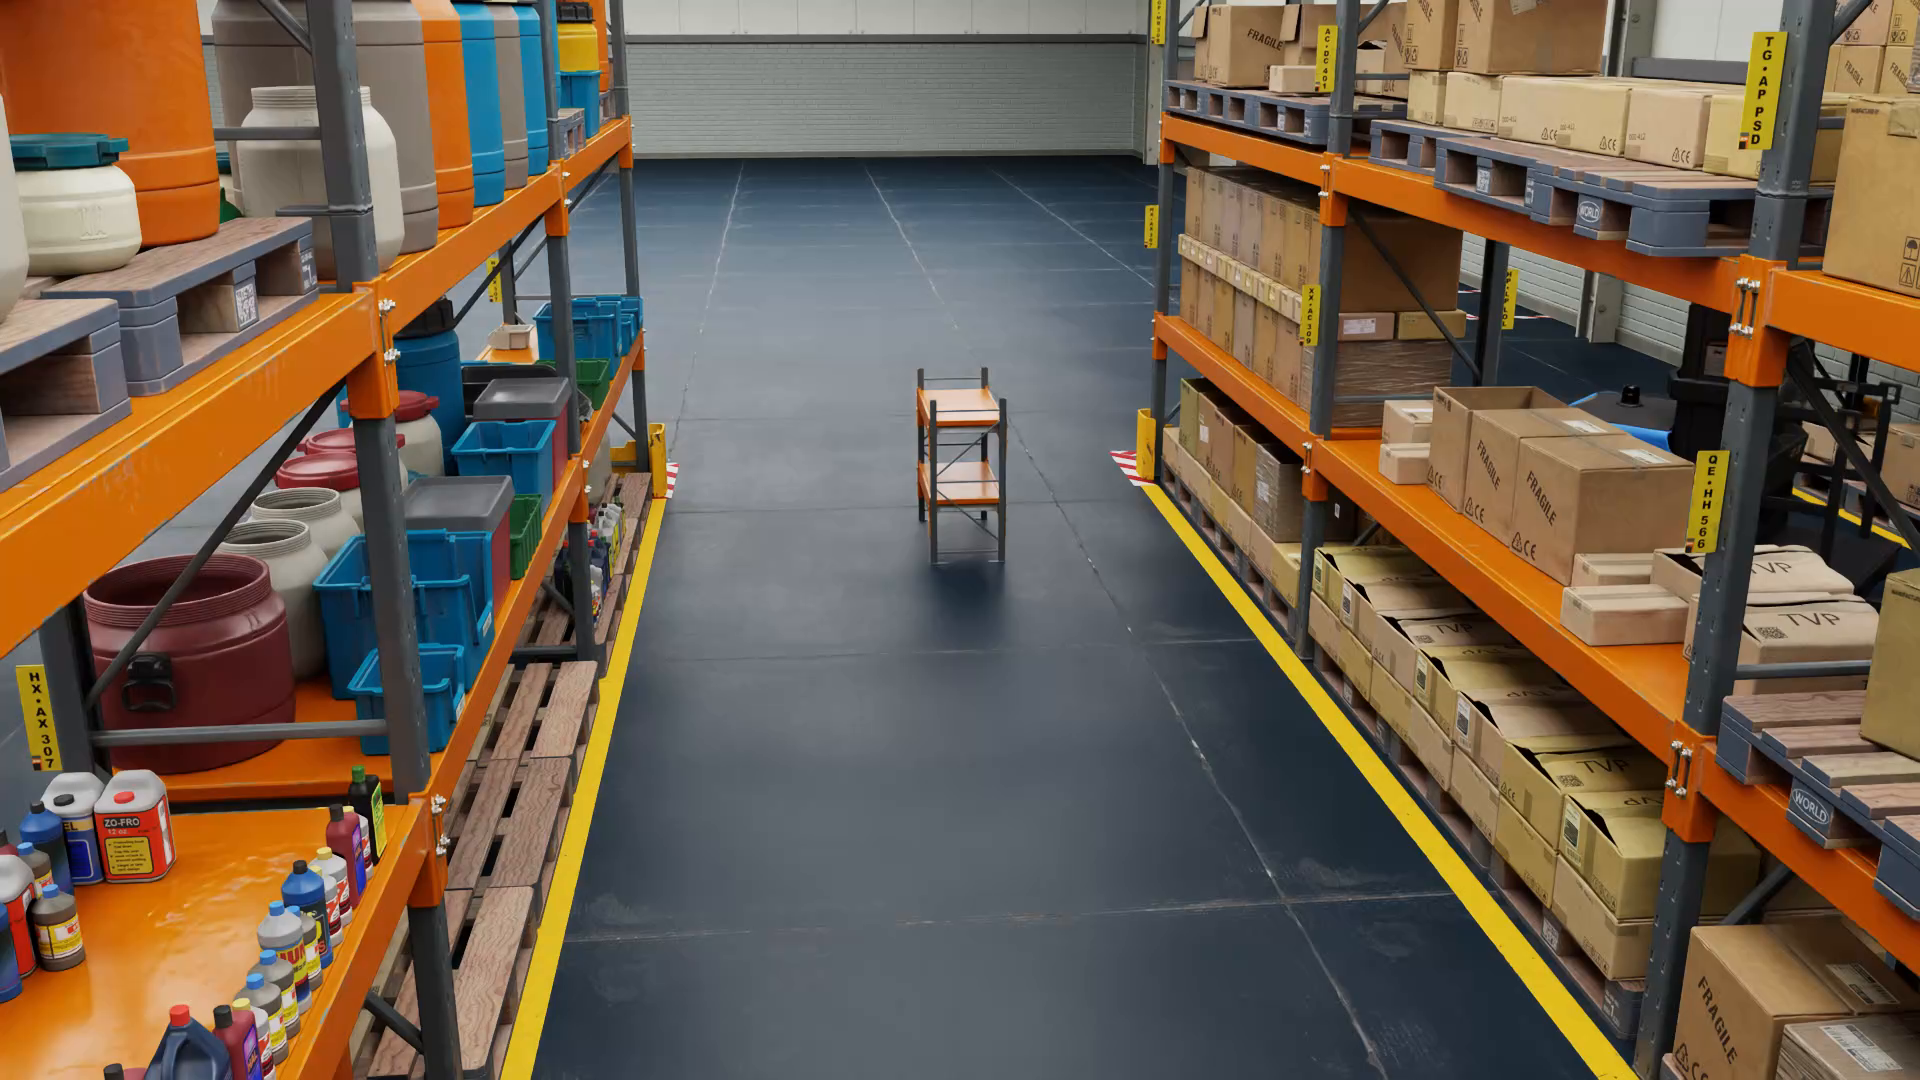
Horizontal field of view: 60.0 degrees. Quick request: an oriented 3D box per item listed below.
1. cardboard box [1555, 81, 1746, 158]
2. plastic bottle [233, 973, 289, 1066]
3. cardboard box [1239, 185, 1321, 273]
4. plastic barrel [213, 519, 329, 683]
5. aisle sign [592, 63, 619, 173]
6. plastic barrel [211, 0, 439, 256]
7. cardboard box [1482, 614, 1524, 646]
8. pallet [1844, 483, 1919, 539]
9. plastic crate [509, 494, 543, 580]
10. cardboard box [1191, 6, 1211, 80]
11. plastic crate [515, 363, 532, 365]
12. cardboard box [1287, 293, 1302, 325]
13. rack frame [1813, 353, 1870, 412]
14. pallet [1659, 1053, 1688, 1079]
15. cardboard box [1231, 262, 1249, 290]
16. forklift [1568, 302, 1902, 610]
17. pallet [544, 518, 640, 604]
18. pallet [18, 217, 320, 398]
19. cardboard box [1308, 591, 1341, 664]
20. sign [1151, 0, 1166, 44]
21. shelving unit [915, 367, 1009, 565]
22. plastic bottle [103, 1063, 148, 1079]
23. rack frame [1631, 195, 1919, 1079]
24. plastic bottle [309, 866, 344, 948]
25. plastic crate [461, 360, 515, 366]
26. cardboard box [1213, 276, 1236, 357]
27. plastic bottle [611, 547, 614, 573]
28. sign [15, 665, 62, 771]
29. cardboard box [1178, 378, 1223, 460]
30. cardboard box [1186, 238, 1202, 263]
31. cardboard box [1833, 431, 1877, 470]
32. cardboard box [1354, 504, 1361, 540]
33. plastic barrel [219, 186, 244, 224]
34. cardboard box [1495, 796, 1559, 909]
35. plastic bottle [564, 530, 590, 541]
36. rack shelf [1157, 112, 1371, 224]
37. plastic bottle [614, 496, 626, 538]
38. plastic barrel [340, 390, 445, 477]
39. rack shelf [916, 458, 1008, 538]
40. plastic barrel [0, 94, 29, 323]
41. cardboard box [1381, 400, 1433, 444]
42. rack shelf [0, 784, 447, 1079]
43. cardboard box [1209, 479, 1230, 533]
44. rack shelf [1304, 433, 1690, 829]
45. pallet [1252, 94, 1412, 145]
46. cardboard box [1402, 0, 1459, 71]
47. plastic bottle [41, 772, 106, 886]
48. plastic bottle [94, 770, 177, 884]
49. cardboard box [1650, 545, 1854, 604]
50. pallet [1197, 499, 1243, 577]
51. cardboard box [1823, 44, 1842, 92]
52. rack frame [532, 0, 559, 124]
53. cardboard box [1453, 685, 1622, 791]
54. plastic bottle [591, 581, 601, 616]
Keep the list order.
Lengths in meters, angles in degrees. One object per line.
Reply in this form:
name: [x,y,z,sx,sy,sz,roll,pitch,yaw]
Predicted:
cardboard box: [2.622,-1.601,6.312,0.500,0.250,0.500,-2,18,-7]
plastic bottle: [-1.539,1.050,3.656,0.097,0.201,0.097,0,17,0]
cardboard box: [2.225,-2.021,10.773,0.700,0.500,0.500,-2,18,-6]
plastic barrel: [-2.401,0.217,5.791,0.421,0.512,0.421,0,17,0]
aisle sign: [-2.620,-3.084,12.153,0.394,0.787,0.004,-2,18,-6]
plastic barrel: [-1.951,-1.351,5.129,0.600,0.901,0.600,0,17,0]
cardboard box: [2.868,0.486,8.075,0.500,0.311,0.500,-2,18,-6]
pallet: [7.126,-0.160,11.836,1.003,0.211,1.213,-2,18,-6]
plastic crate: [-2.035,-0.010,7.056,0.450,0.188,0.662,-2,18,-6]
cardboard box: [2.075,-3.541,11.834,0.797,0.503,0.637,-1,17,-2]
plastic crate: [-2.914,-0.972,10.204,0.530,0.136,0.437,-2,18,-6]
cardboard box: [2.138,-1.357,9.741,0.380,0.149,0.250,-2,18,-7]
rack frame: [6.947,-2.119,13.420,1.000,3.000,0.127,-2,18,-6]
pallet: [2.884,1.972,5.042,1.003,0.211,1.213,-2,18,-6]
cardboard box: [2.004,-1.741,10.964,0.380,0.149,0.250,-2,18,-5]
forklift: [5.194,-1.005,9.986,3.031,2.935,1.130,14,22,38]
pallet: [-2.652,0.143,10.868,1.003,0.211,1.213,-2,18,-6]
pallet: [-2.101,-0.540,3.696,1.003,0.211,1.213,-2,18,-6]
cardboard box: [2.227,0.466,9.075,0.500,0.250,0.500,-2,18,-7]
sign: [1.467,-3.836,12.288,0.100,0.325,0.005,-2,18,-6]
shelving unit: [0.001,-0.535,11.502,0.538,1.125,1.048,-2,18,-6]
plastic bottle: [-1.623,1.133,3.254,0.061,0.283,0.133,-2,18,-6]
rack frame: [2.845,0.418,5.337,1.000,3.000,0.127,-2,18,-6]
plastic bottle: [-1.589,0.905,4.118,0.097,0.201,0.097,0,17,0]
plastic crate: [-2.879,-0.872,9.695,0.499,0.251,0.616,-2,18,-6]
cardboard box: [2.160,-1.569,11.500,0.700,0.500,0.500,-2,18,-5]
plastic bottle: [-2.191,0.109,10.259,0.097,0.201,0.097,0,17,0]
sign: [-2.629,0.511,4.768,0.100,0.325,0.005,-2,18,-6]
cardboard box: [1.907,-0.896,12.160,0.500,0.500,0.500,-2,18,-6]
cardboard box: [1.876,-2.120,12.173,0.380,0.149,0.250,-2,18,-7]
cardboard box: [6.987,-0.668,12.550,0.500,0.311,0.500,0,17,-1]
cardboard box: [2.636,-0.316,10.314,0.500,0.500,0.500,-2,18,-6]
plastic barrel: [-2.159,-0.859,4.656,0.294,0.245,0.294,0,17,0]
cardboard box: [2.491,1.227,6.650,0.500,0.250,0.500,-2,18,-6]
plastic bottle: [-2.374,0.044,10.342,0.152,0.276,0.135,-2,18,-6]
rack shelf: [2.226,-2.457,10.689,1.077,0.370,4.000,-2,18,-6]
plastic bottle: [-2.252,-0.159,10.977,0.061,0.283,0.133,-1,17,-4]
plastic barrel: [-2.614,-0.394,7.699,0.433,0.535,0.433,0,17,0]
rack shelf: [0.001,-0.301,11.575,0.538,0.278,1.000,-2,18,-6]
plastic barrel: [-1.750,-0.603,2.653,0.433,0.535,0.433,0,17,0]
cardboard box: [2.527,-0.557,8.692,0.500,0.250,0.500,-1,17,-2]
rack shelf: [-1.876,1.509,3.063,1.077,0.370,4.000,-2,18,-6]
cardboard box: [2.007,-0.240,11.323,0.500,0.250,0.500,-2,18,-6]
rack shelf: [2.639,0.166,7.342,1.077,0.370,4.000,-2,18,-6]
pallet: [2.319,-2.416,9.504,1.003,0.211,1.213,-2,18,-6]
cardboard box: [2.457,-2.506,7.941,0.500,0.500,0.500,-2,17,-5]
plastic bottle: [-2.359,0.768,4.429,0.152,0.276,0.135,-2,18,-6]
plastic bottle: [-2.208,0.764,4.444,0.152,0.276,0.135,-2,18,-6]
cardboard box: [2.945,0.188,6.218,0.500,0.311,0.500,-2,18,-6]
pallet: [2.263,-0.046,11.470,1.003,0.211,1.213,-2,18,-6]
cardboard box: [6.732,-3.500,12.610,0.500,0.500,0.500,-1,17,-4]
rack frame: [-2.495,-3.484,7.750,1.000,3.000,0.127,-2,18,-6]
cardboard box: [2.437,0.809,7.046,0.500,0.311,0.500,-2,18,-6]
plastic bottle: [-2.113,0.335,9.541,0.097,0.201,0.097,0,17,0]
